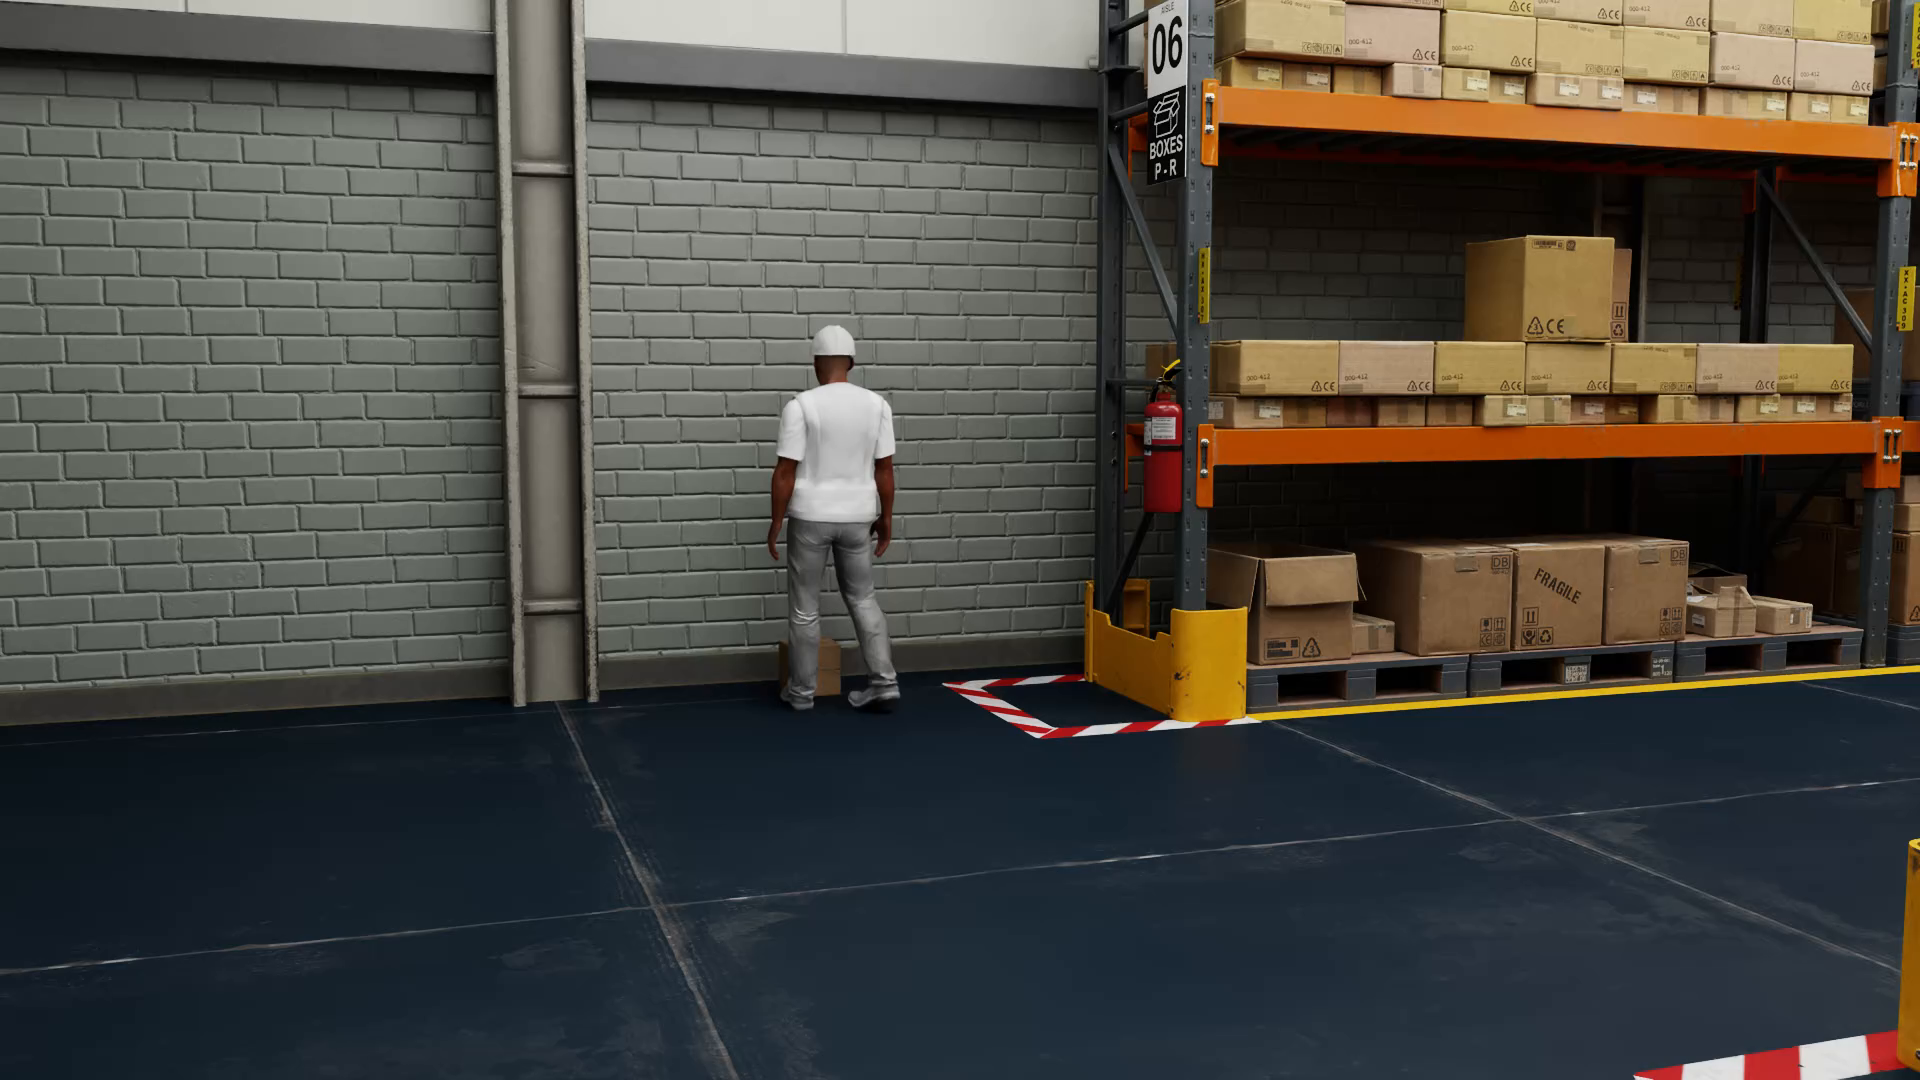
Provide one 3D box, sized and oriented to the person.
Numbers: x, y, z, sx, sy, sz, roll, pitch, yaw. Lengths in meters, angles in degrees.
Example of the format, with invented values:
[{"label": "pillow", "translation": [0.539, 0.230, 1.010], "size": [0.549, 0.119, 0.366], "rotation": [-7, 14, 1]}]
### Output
[{"label": "person", "translation": [-0.613, -0.098, 7.665], "size": [0.590, 1.768, 0.549], "rotation": [-3, 6, -24]}]
